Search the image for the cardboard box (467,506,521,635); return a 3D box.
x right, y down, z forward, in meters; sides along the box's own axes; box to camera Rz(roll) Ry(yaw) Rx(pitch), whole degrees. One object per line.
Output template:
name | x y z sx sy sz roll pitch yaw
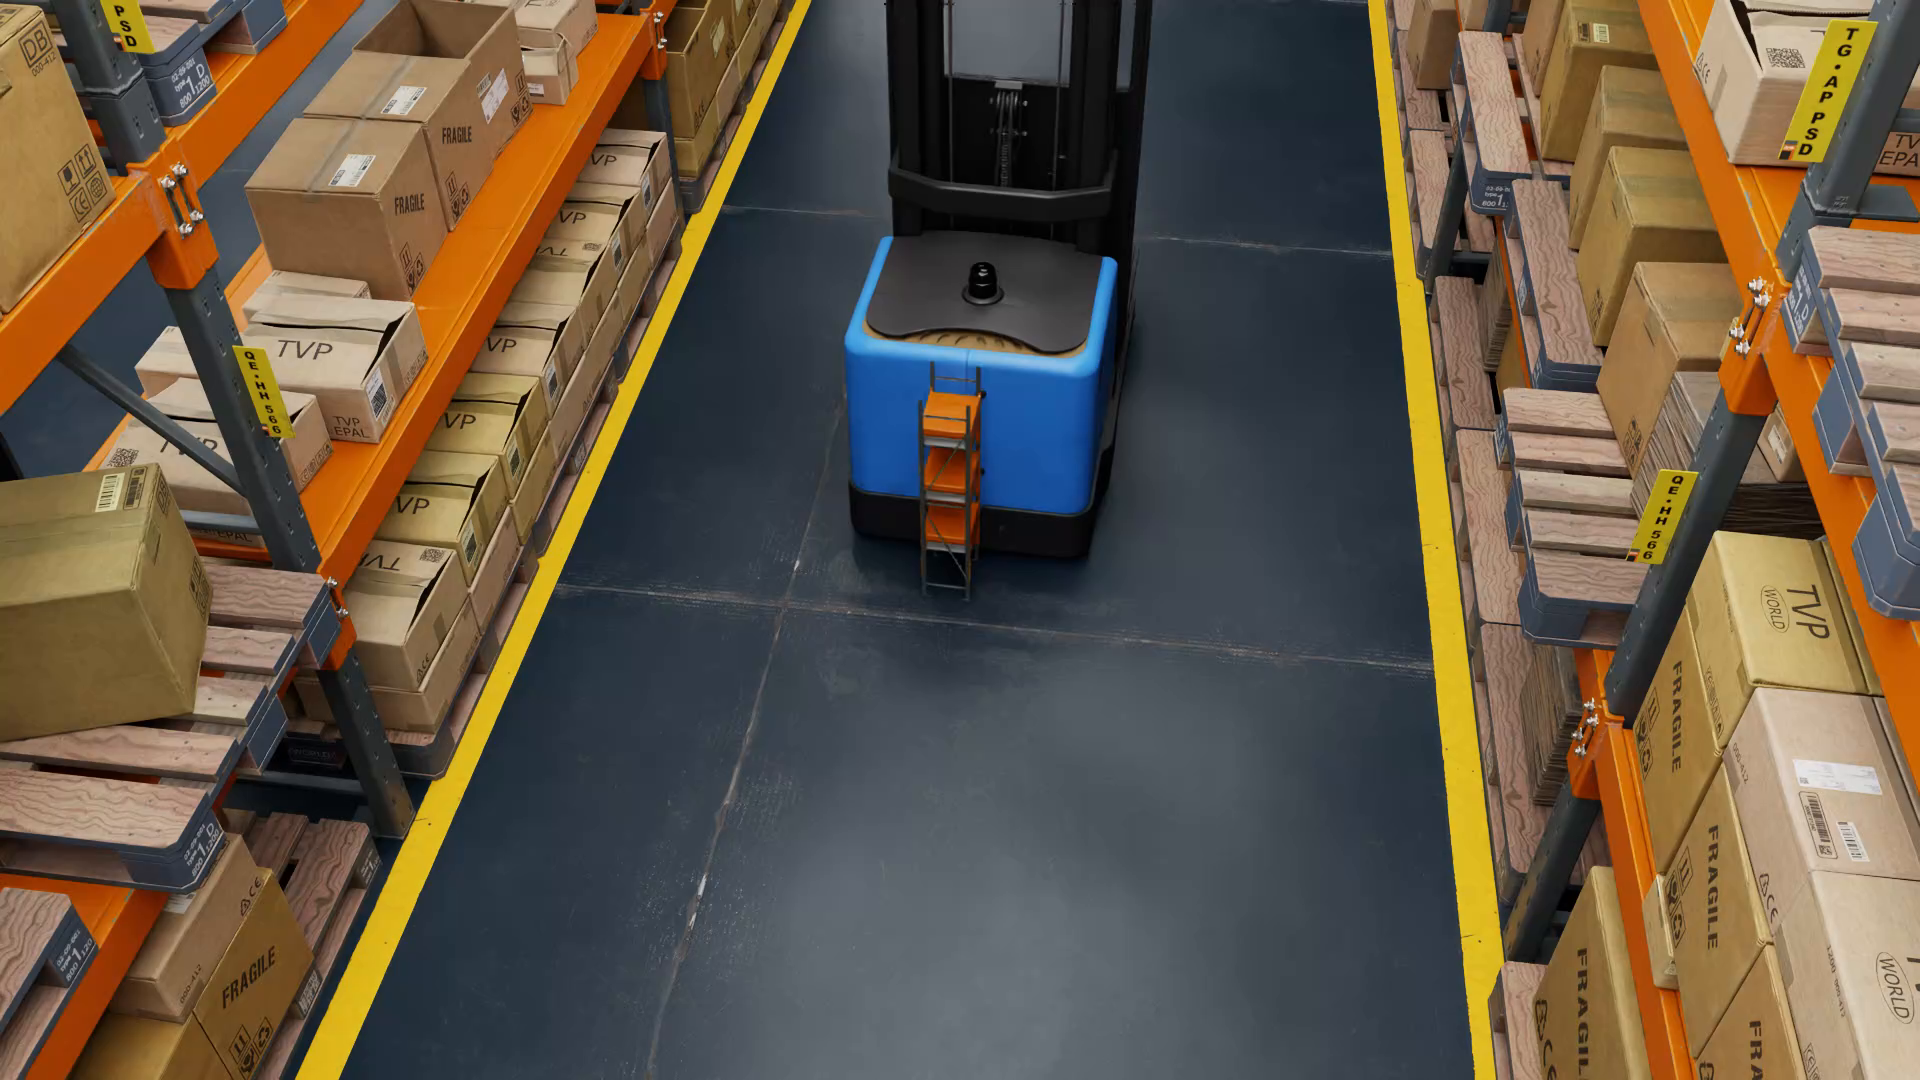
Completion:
cardboard box | -2.101 0.103 6.677 0.500 0.250 0.500 4 44 4

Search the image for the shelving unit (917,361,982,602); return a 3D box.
shelving unit | -0.039 -0.219 6.740 0.215 1.050 0.252 7 44 7

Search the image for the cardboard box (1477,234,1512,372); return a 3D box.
cardboard box | 2.832 -1.098 7.748 0.700 0.500 0.500 7 44 7

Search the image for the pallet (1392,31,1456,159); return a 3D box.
pallet | 3.125 -2.631 9.897 1.003 0.211 1.213 5 44 6

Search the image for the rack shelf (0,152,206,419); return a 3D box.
rack shelf | -2.792 0.465 2.942 1.077 0.370 4.000 5 44 6

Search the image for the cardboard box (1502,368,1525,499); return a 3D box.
cardboard box | 2.705 -0.397 7.008 0.700 0.500 0.500 6 44 6

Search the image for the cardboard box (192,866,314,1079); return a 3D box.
cardboard box | -2.418 1.336 5.178 0.500 0.500 0.500 7 44 7

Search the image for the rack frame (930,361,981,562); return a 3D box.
rack frame | -0.018 -0.301 6.827 0.200 1.050 0.008 7 44 7

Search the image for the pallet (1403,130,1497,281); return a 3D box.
pallet | 2.966 -1.797 9.017 1.003 0.211 1.213 5 44 6

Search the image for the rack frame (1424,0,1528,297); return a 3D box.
rack frame | 2.912 -2.349 7.571 1.000 3.000 0.127 5 44 6

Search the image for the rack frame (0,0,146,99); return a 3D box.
rack frame | -2.527 -2.249 3.102 1.000 3.000 0.127 5 44 6

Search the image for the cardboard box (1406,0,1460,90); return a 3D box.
cardboard box | 3.039 -2.980 9.736 0.700 0.500 0.500 3 44 3

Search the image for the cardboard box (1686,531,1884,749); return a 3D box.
cardboard box | 2.064 0.259 3.968 0.500 0.250 0.500 6 44 7

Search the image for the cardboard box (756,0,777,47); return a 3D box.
cardboard box | -1.434 -3.261 10.229 0.500 0.250 0.500 5 44 6

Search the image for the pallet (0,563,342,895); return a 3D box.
pallet | -2.547 0.467 4.736 1.213 0.211 1.003 5 44 6

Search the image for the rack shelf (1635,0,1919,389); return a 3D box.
rack shelf | 2.648 -1.814 5.348 1.077 0.370 4.000 5 44 6

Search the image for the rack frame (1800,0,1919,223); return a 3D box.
rack frame | 2.384 -1.801 2.630 1.000 3.000 0.127 5 44 6

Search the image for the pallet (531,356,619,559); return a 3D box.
pallet | -2.216 -0.445 7.588 1.003 0.211 1.213 5 44 6

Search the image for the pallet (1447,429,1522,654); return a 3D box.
pallet | 2.652 0.028 7.089 1.003 0.211 1.213 5 44 6

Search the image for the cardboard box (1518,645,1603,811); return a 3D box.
cardboard box | 2.427 0.630 5.924 0.700 0.500 0.500 6 44 6

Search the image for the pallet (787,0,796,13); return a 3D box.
pallet | -1.529 -3.985 11.327 1.003 0.211 1.213 5 44 6

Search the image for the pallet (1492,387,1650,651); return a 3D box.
pallet | 2.372 -0.049 5.281 1.213 0.211 1.003 5 44 6

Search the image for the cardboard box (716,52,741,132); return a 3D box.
cardboard box | -1.565 -2.579 9.509 0.500 0.250 0.500 5 44 6

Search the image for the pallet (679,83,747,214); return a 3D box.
pallet | -1.852 -2.322 9.571 1.003 0.211 1.213 5 44 6

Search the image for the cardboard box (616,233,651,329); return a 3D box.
cardboard box | -1.834 -1.297 8.155 0.500 0.250 0.500 5 44 5

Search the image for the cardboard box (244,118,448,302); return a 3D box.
cardboard box | -2.321 -1.252 6.340 0.500 0.500 0.500 3 44 3

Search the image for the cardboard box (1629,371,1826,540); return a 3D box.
cardboard box | 2.436 -0.140 4.846 0.700 0.500 0.500 1 43 1

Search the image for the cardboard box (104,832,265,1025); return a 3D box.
cardboard box | -2.421 1.103 4.879 0.500 0.250 0.500 7 44 7

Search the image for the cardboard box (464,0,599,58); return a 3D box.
cardboard box | -2.020 -2.403 7.737 0.500 0.250 0.500 8 44 8

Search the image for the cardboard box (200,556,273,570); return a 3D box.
cardboard box | -2.702 0.192 6.174 0.500 0.311 0.500 6 44 7

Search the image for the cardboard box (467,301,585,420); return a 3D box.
cardboard box | -1.969 -0.815 7.238 0.500 0.311 0.500 5 44 5

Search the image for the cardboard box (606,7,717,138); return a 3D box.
cardboard box | -1.627 -2.511 8.891 0.500 0.500 0.500 5 44 6

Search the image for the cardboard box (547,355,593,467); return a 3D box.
cardboard box | -1.970 -0.602 7.420 0.500 0.250 0.500 6 44 6

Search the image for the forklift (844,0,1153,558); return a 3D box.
forklift | 0.281 -2.011 7.265 1.130 2.935 3.031 7 44 7

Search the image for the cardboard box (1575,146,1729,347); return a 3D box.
cardboard box | 2.578 -0.991 5.745 0.700 0.500 0.500 5 44 6

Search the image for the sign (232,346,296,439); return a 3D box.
sign | -1.988 -0.419 4.749 0.100 0.325 0.005 5 44 6

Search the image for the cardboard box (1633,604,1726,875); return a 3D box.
cardboard box | 2.066 0.533 4.224 0.500 0.500 0.500 6 44 7

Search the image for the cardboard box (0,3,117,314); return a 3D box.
cardboard box | -2.551 -0.896 3.782 0.910 0.500 0.500 5 44 6

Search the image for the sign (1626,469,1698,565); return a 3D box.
sign | 1.844 -0.057 4.367 0.100 0.325 0.005 5 44 6

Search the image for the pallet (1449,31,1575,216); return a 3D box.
pallet | 2.667 -1.772 7.101 1.003 0.211 1.213 5 44 6

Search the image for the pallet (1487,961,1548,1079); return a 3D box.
pallet | 2.205 1.920 5.091 1.003 0.211 1.213 5 44 6

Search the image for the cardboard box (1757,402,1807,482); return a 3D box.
cardboard box | 2.399 -0.292 4.535 0.380 0.149 0.250 0 43 0

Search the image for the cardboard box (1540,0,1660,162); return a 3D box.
cardboard box | 2.730 -1.821 6.621 0.700 0.500 0.500 9 44 10

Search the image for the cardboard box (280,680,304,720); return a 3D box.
cardboard box | -2.699 0.395 6.368 0.500 0.250 0.500 6 44 7

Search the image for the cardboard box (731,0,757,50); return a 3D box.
cardboard box | -1.495 -3.192 9.611 0.500 0.500 0.500 5 44 6

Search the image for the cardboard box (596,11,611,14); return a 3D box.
cardboard box | -2.076 -2.899 9.301 0.500 0.500 0.500 5 44 6

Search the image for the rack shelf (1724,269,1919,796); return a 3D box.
rack shelf | 2.119 0.912 2.469 1.077 0.370 4.000 5 44 6

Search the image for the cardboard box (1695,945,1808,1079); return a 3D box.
cardboard box | 1.921 1.228 3.490 0.500 0.500 0.500 5 44 5

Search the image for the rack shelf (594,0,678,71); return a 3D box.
rack shelf | -1.734 -3.898 9.731 1.077 0.370 4.000 5 44 6

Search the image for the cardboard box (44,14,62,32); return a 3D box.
cardboard box | -2.523 -1.572 4.373 0.500 0.250 0.500 2 43 2

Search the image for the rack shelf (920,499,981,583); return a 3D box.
rack shelf | -0.039 -0.009 6.938 0.215 0.259 0.240 7 44 7

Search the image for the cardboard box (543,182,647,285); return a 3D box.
cardboard box | -1.830 -1.497 7.958 0.500 0.311 0.500 6 44 7

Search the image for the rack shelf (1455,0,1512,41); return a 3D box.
rack shelf | 3.177 -3.451 9.258 1.077 0.370 4.000 5 44 6

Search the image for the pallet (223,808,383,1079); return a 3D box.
pallet | -2.663 1.447 5.590 1.003 0.211 1.213 5 44 6

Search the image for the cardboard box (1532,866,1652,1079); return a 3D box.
cardboard box | 2.156 1.495 4.770 0.750 0.750 0.750 5 44 5

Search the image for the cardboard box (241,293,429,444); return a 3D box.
cardboard box | -2.217 -0.630 5.821 0.500 0.311 0.500 5 44 5

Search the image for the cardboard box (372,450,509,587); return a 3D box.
cardboard box | -2.106 -0.117 6.501 0.500 0.311 0.500 4 44 4

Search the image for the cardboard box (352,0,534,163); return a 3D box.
cardboard box | -2.186 -1.952 7.079 0.500 0.500 0.500 8 44 9
